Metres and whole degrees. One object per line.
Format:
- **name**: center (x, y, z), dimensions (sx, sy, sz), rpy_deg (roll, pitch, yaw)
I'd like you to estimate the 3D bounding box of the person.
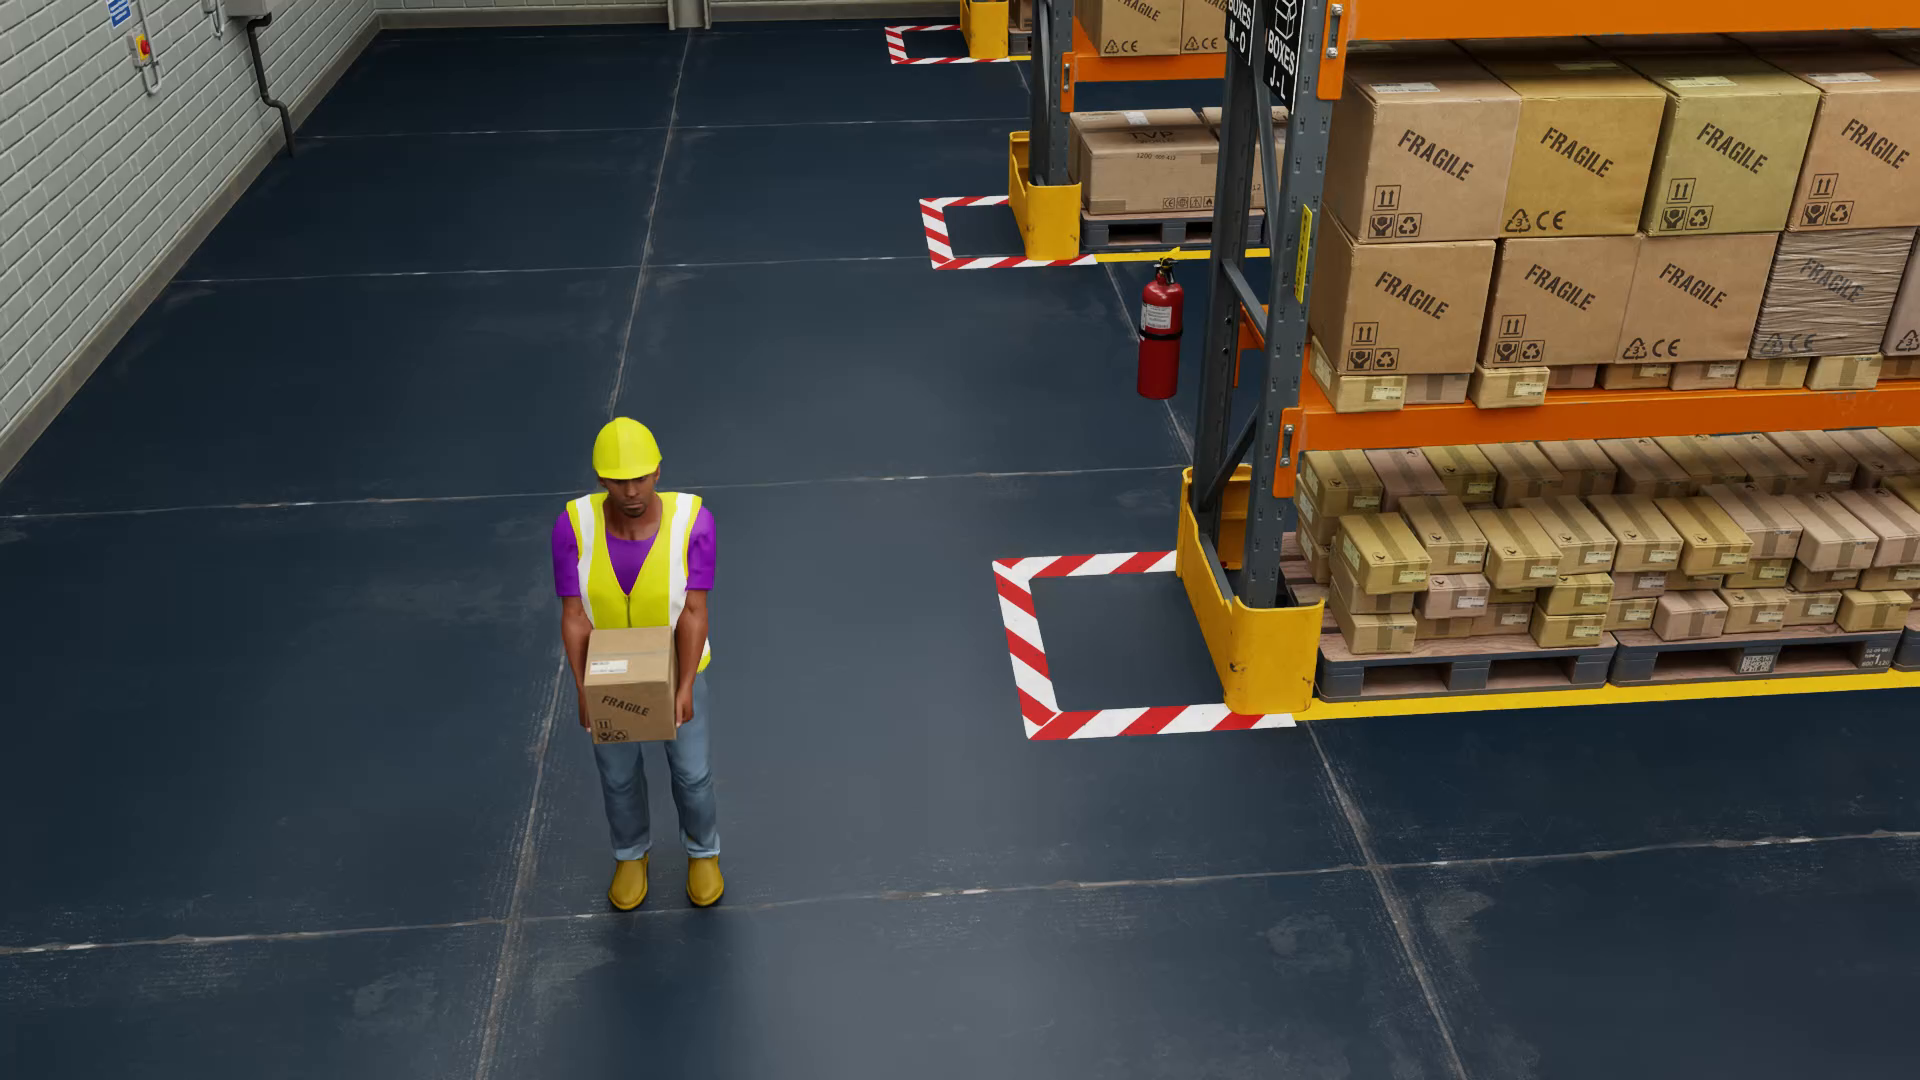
- **person**: center (-1.005, 0.471, 5.326), dimensions (0.505, 1.763, 0.559), rpy_deg (-3, 31, -5)
